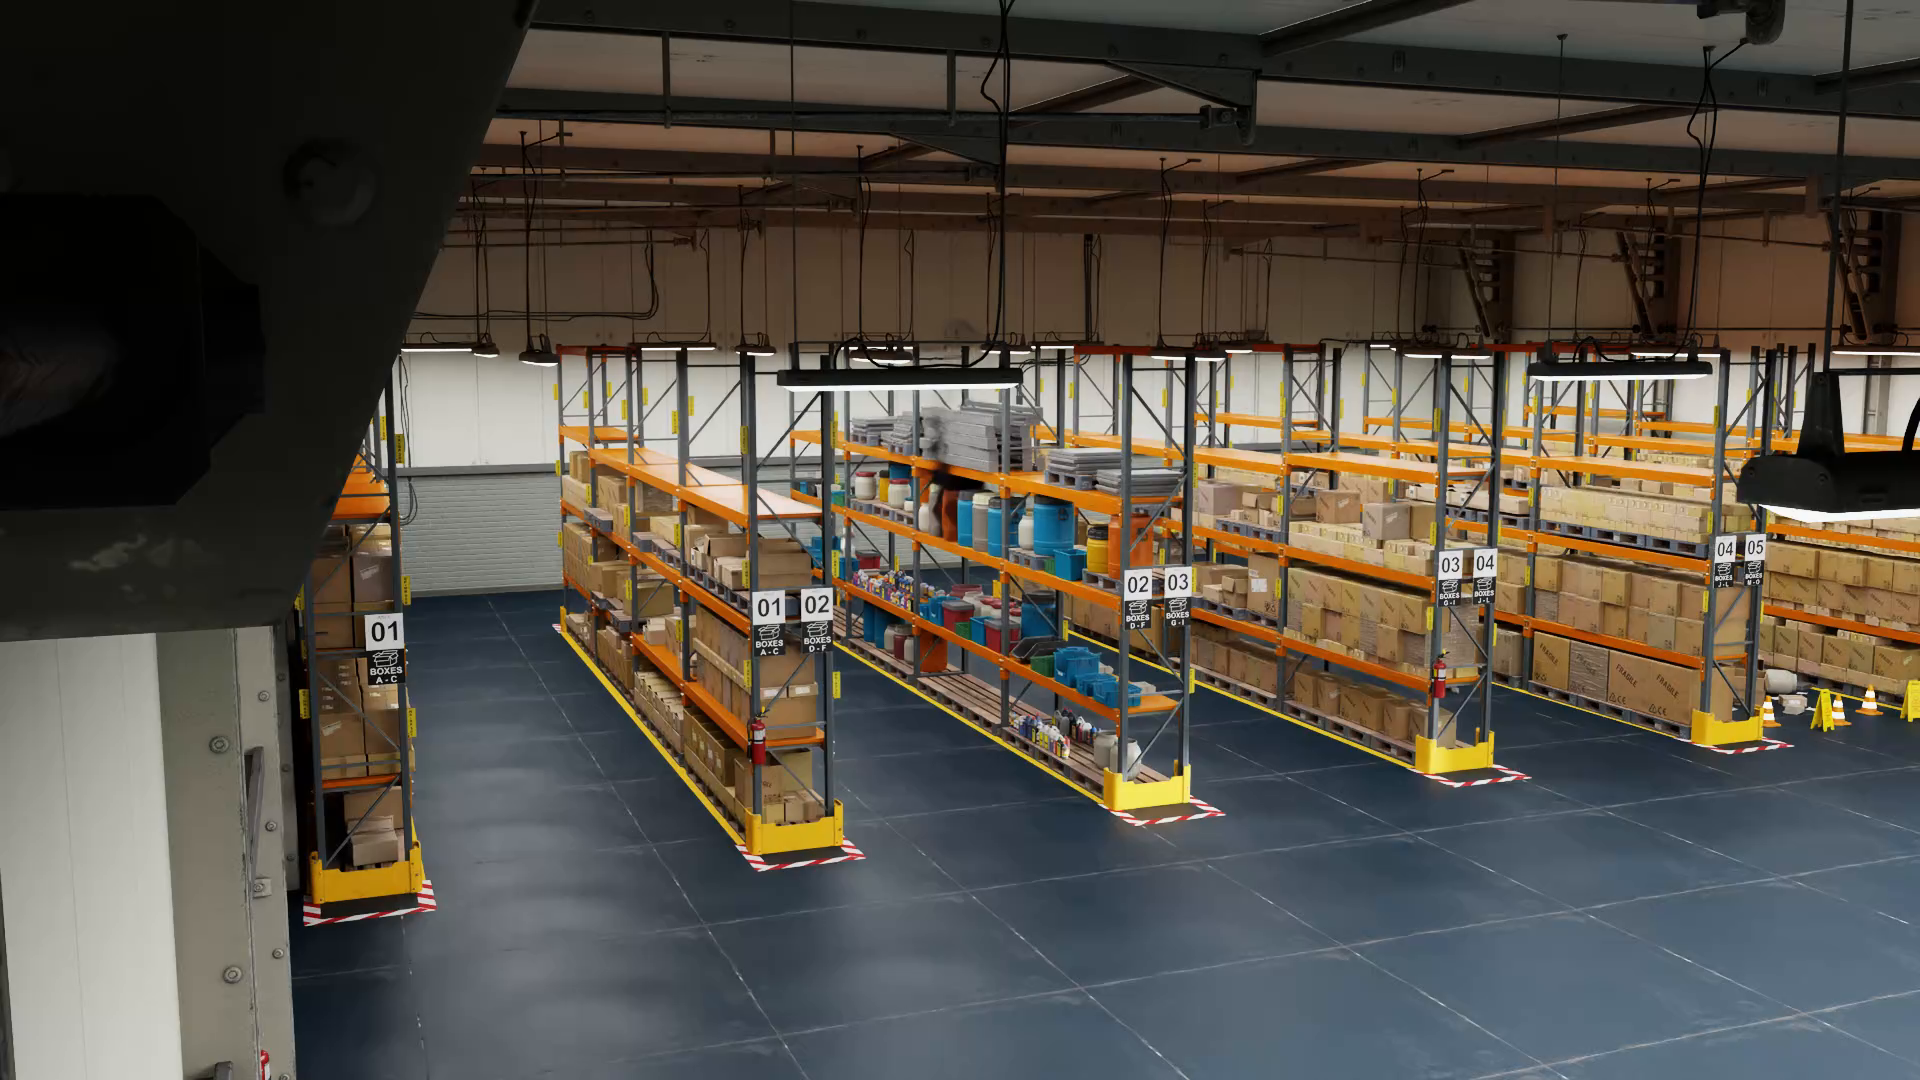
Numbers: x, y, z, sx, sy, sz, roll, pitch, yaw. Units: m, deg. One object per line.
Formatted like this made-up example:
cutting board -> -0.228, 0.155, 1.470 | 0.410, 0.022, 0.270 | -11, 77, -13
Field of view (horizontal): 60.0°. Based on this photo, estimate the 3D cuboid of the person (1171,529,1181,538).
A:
person -> 4.932, 0.599, 38.234 | 0.734, 1.764, 0.992 | -3, 8, -19

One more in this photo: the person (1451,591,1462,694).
person -> 8.670, 1.759, 29.149 | 0.655, 1.841, 0.776 | -4, 8, -31

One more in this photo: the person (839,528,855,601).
person -> -2.582, 0.553, 38.786 | 0.557, 1.718, 0.704 | -2, 7, -13
